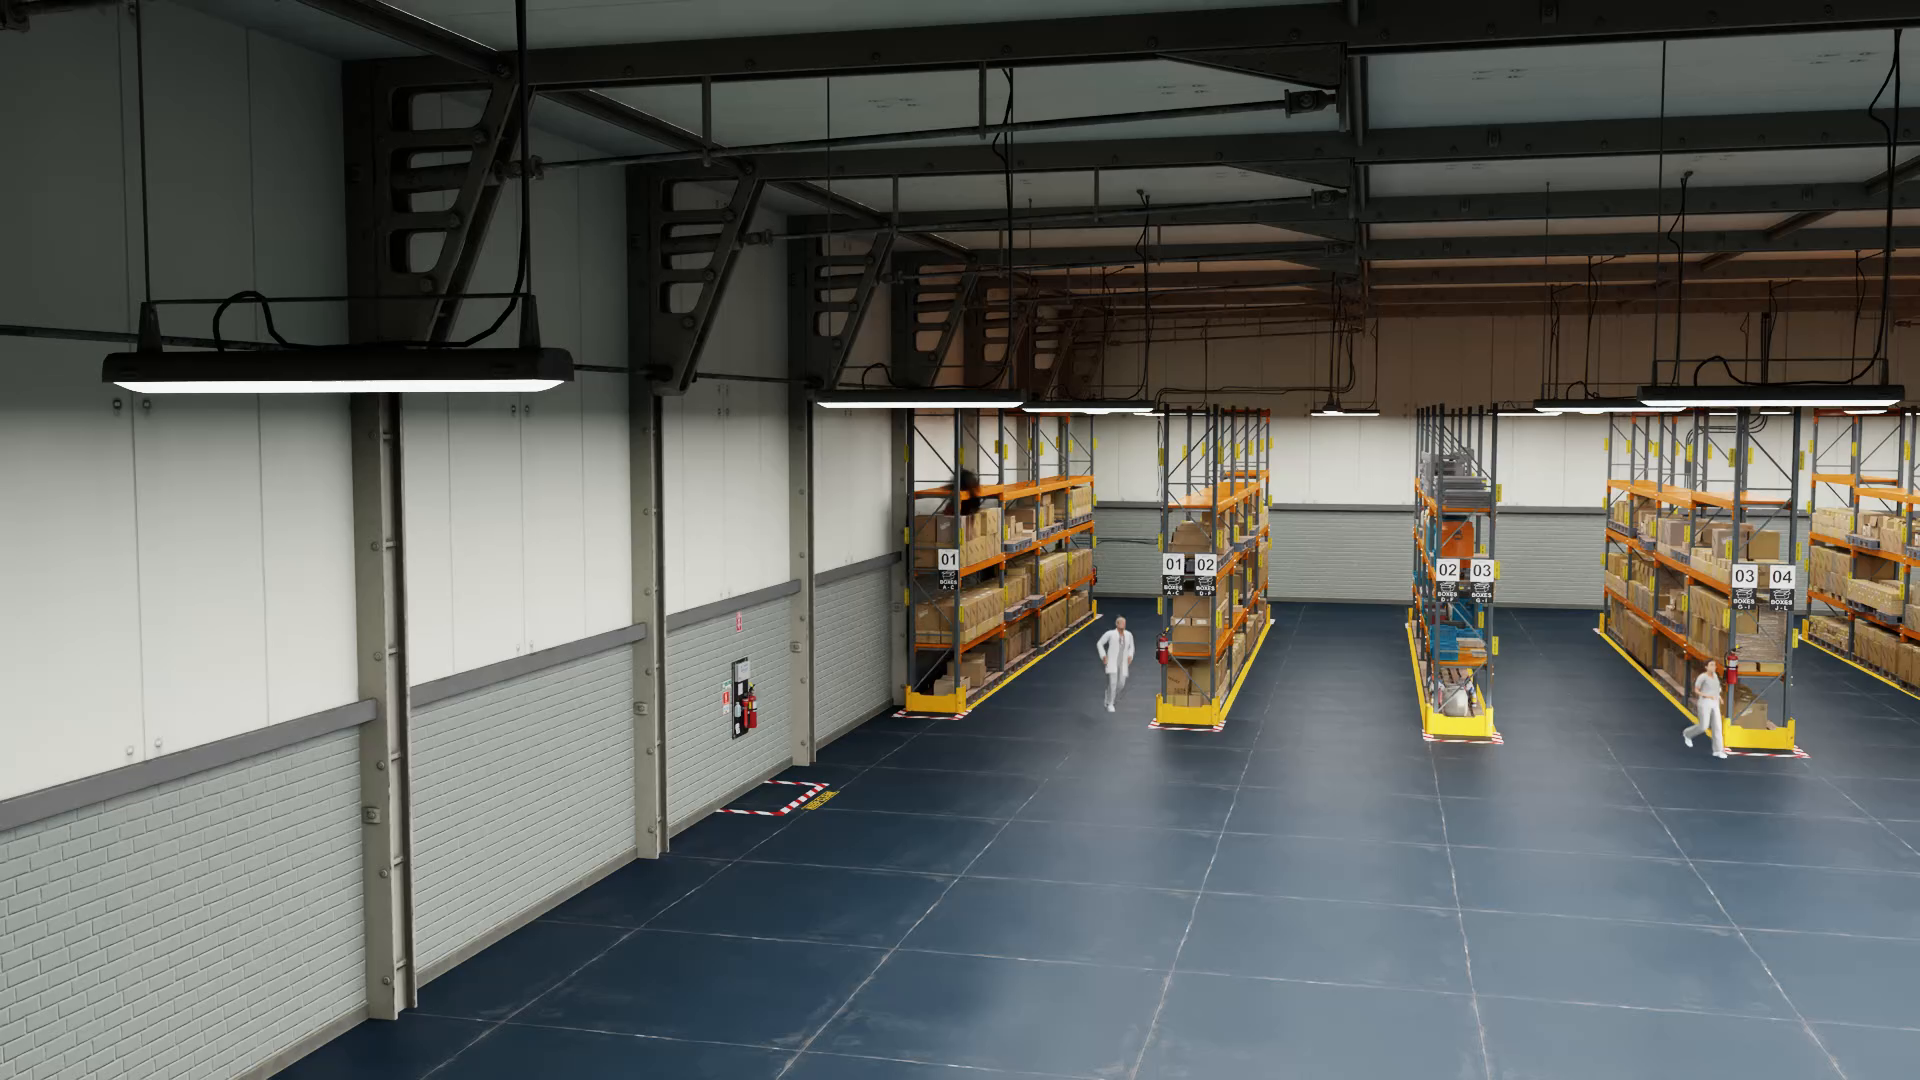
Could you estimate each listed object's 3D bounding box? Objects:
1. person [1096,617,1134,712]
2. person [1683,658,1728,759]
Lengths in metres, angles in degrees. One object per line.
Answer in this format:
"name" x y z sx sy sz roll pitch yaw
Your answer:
"person" 2.945 2.319 31.209 0.760 1.733 0.671 -1 4 -19
"person" 12.702 2.823 28.250 0.578 1.653 0.949 -2 4 -20
